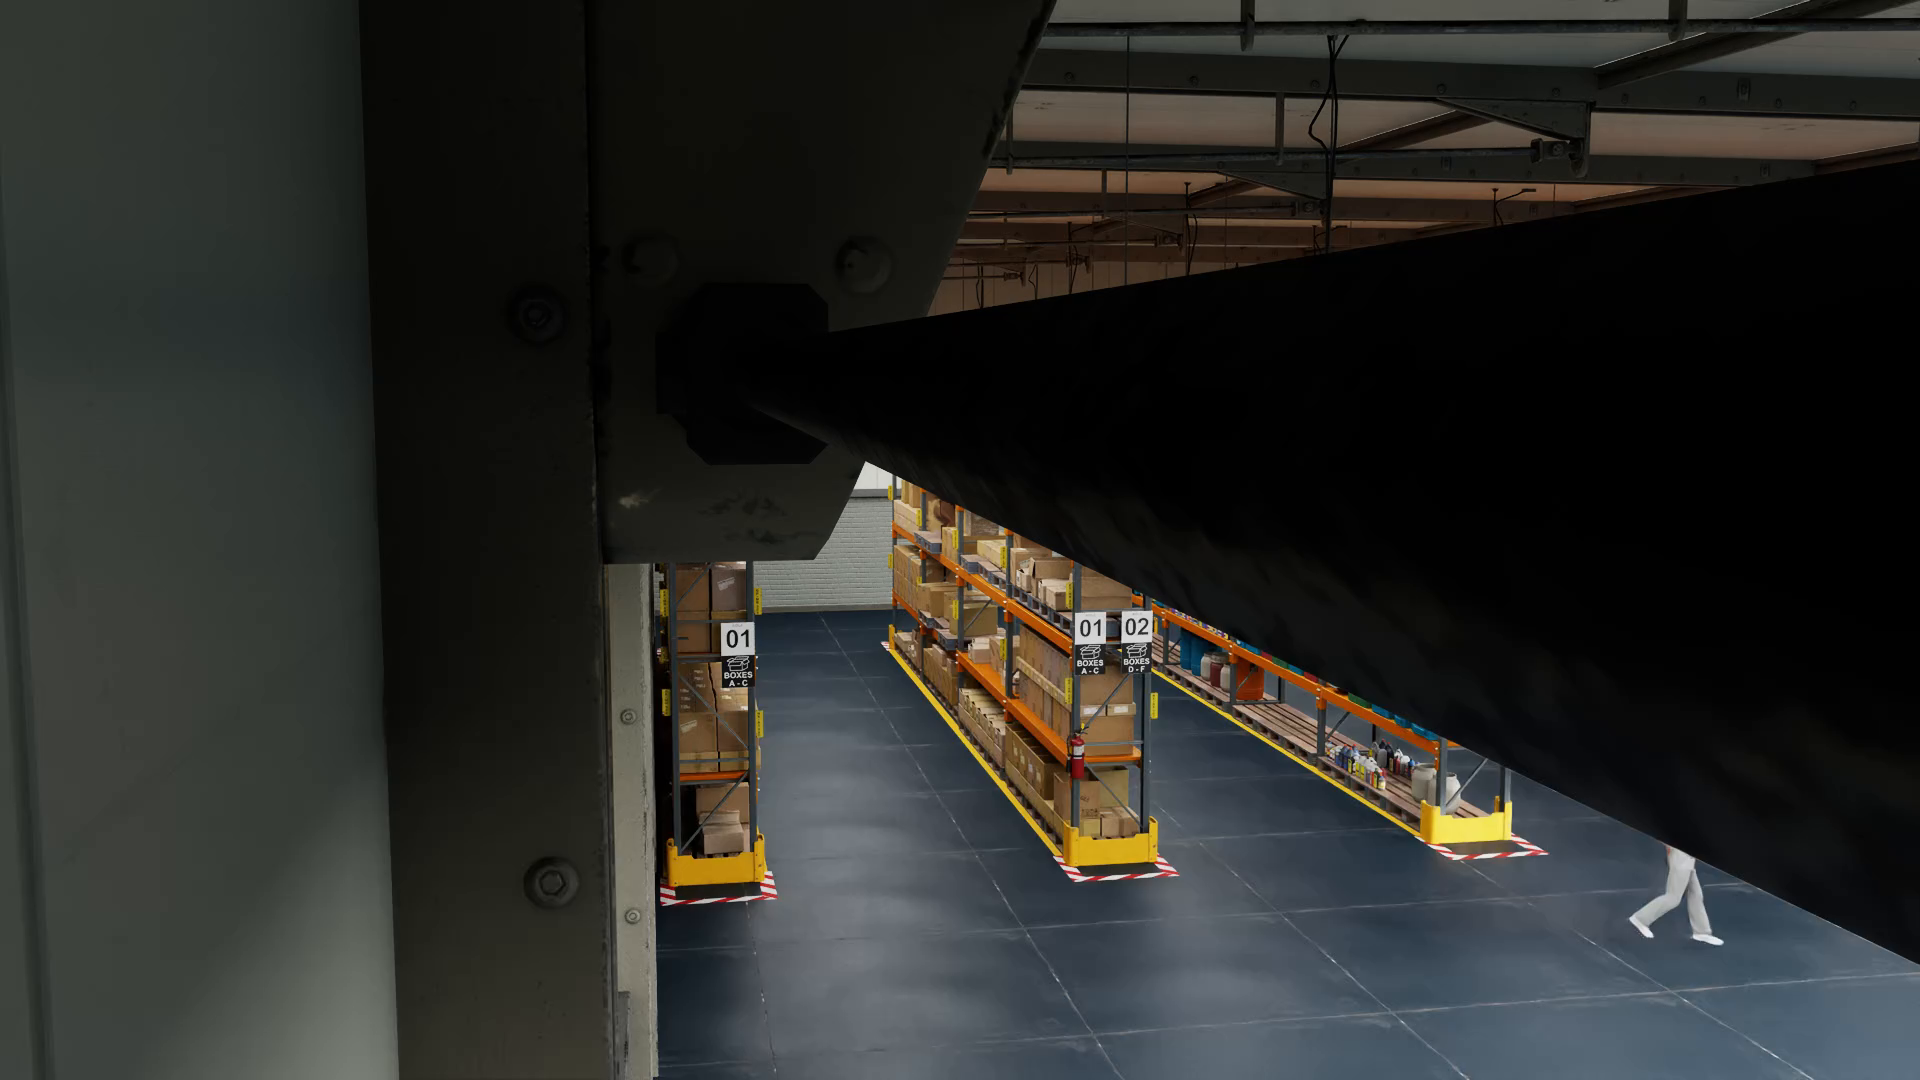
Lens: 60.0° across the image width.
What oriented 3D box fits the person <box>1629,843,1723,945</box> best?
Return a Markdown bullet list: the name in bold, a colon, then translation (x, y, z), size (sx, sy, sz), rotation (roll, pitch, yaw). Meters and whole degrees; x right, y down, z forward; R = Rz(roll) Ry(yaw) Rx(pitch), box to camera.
- **person**: translation (7.766, 3.531, 17.969), size (0.967, 1.662, 0.560), rotation (1, 6, 13)
